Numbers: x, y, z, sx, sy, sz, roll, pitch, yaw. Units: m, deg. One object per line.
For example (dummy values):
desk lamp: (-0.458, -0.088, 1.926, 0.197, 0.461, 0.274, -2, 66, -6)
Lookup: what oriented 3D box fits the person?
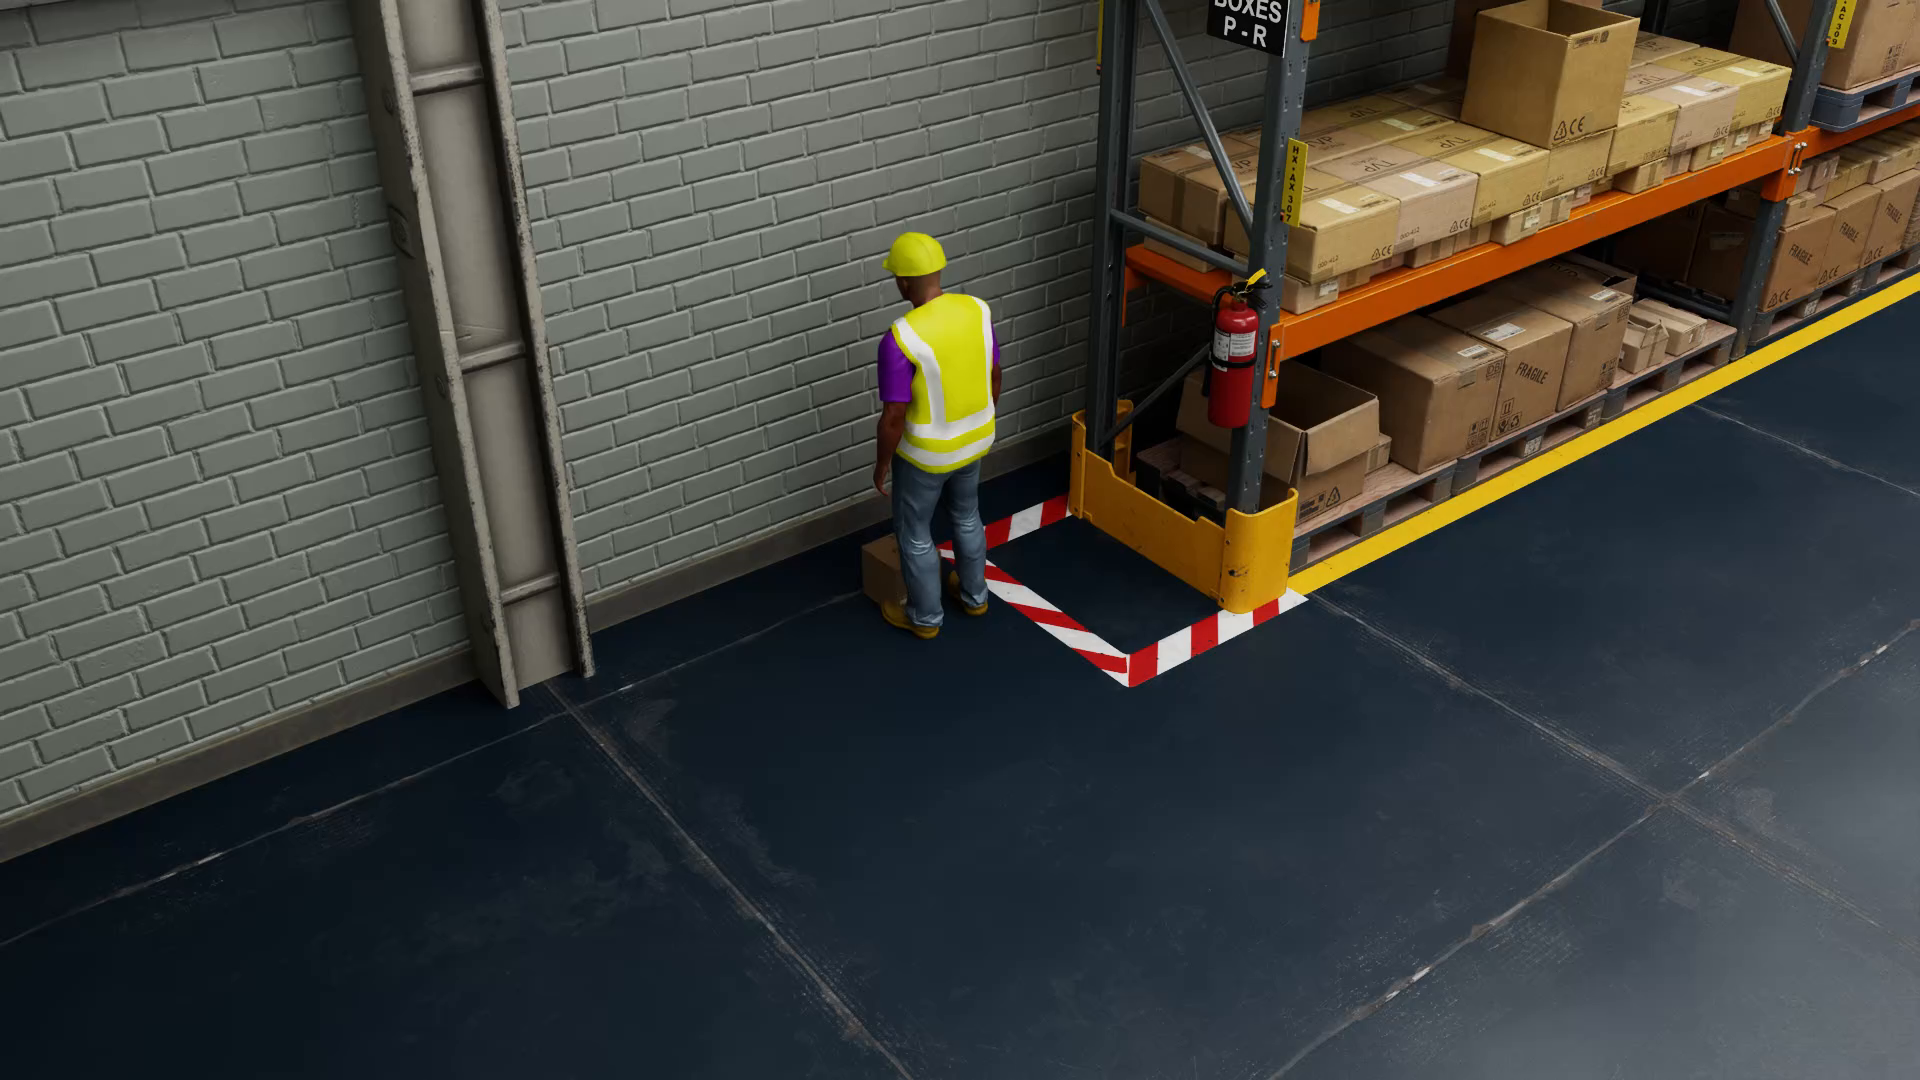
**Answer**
person: (-0.112, -0.412, 6.779, 0.635, 1.760, 0.462, -23, 39, -32)
